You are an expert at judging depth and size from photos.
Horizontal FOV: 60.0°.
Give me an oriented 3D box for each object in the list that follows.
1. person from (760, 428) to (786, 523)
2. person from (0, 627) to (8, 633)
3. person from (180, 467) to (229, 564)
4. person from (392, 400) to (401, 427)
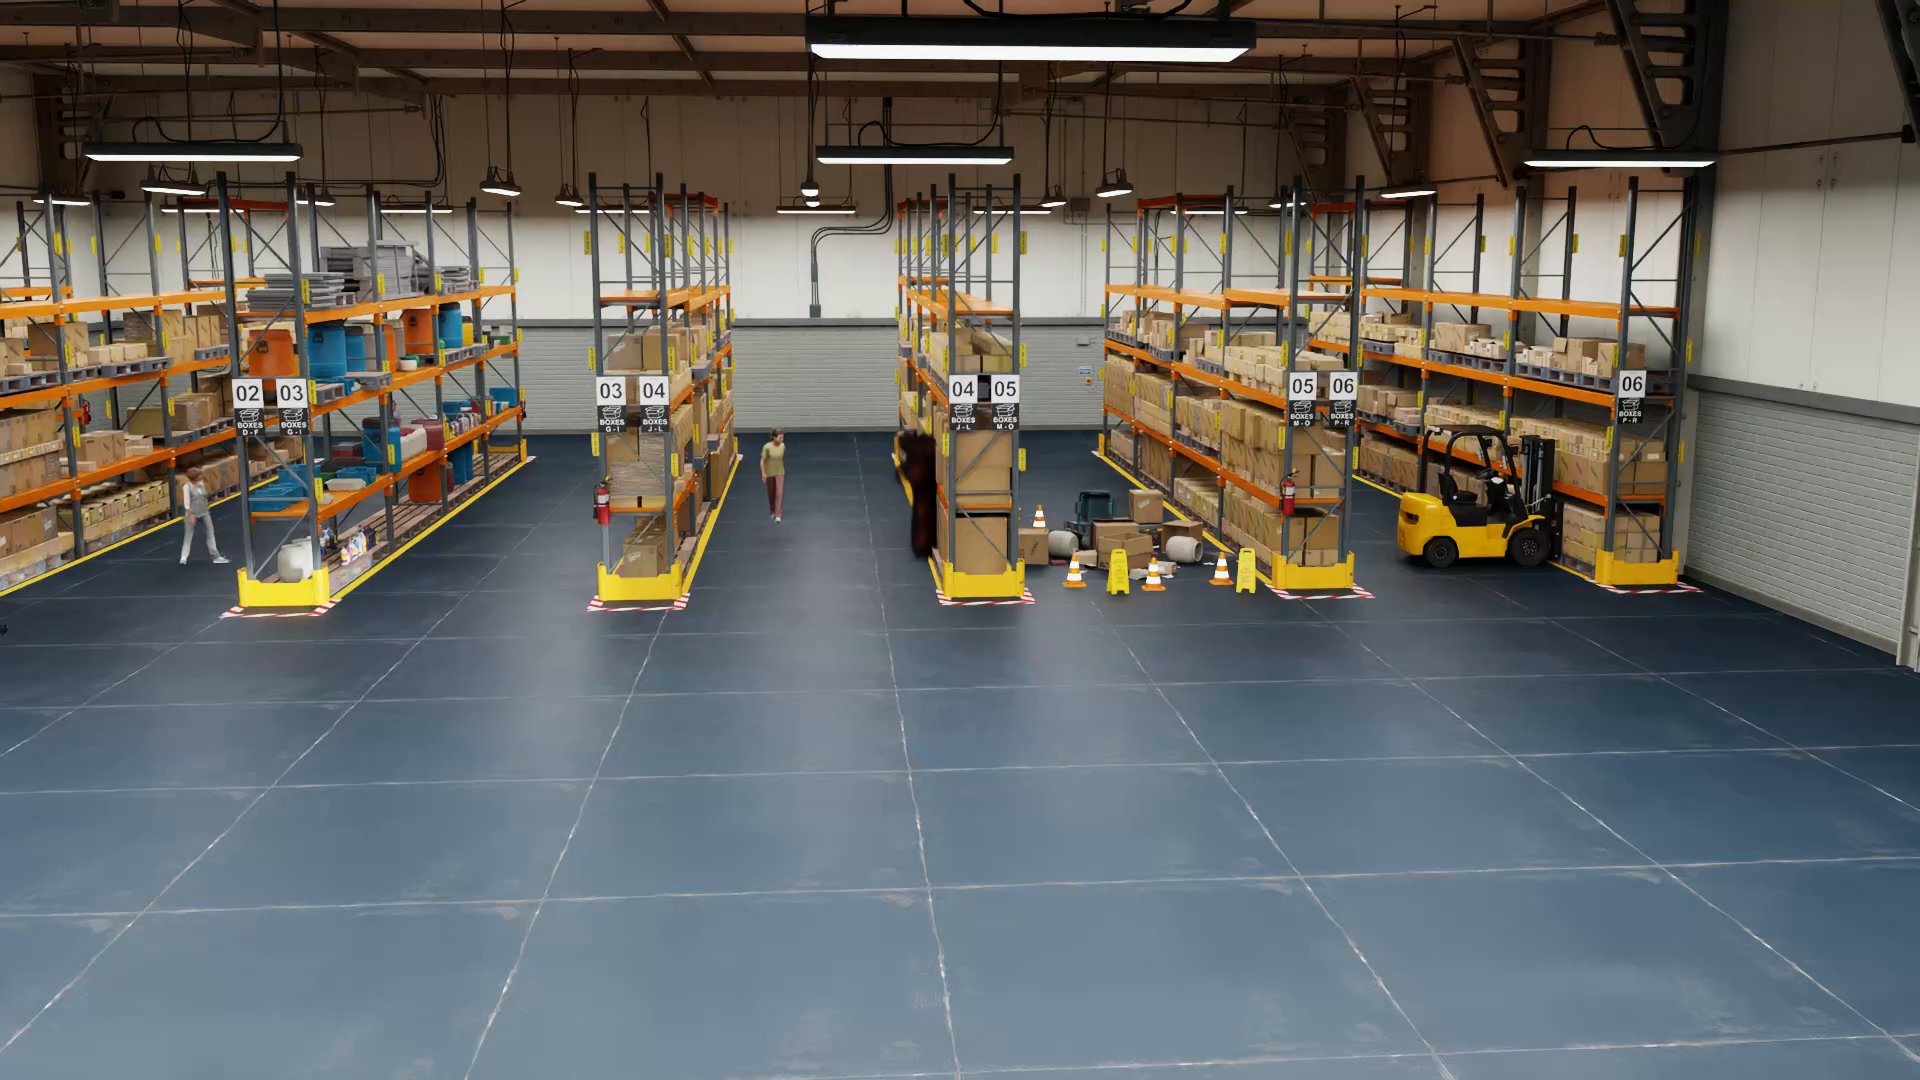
[{"bbox_3d":[-3.216,-1.123,28.657,0.424,1.623,0.975,0,10,-2],"label":"person"},{"bbox_3d":[-12.860,0.456,21.192,1.054,1.654,0.559,-1,10,-6],"label":"person"},{"bbox_3d":[-12.077,-0.387,26.385,0.769,1.555,0.515,7,12,35],"label":"person"},{"bbox_3d":[-12.721,-2.356,37.462,0.410,1.602,0.445,1,10,8],"label":"person"}]
